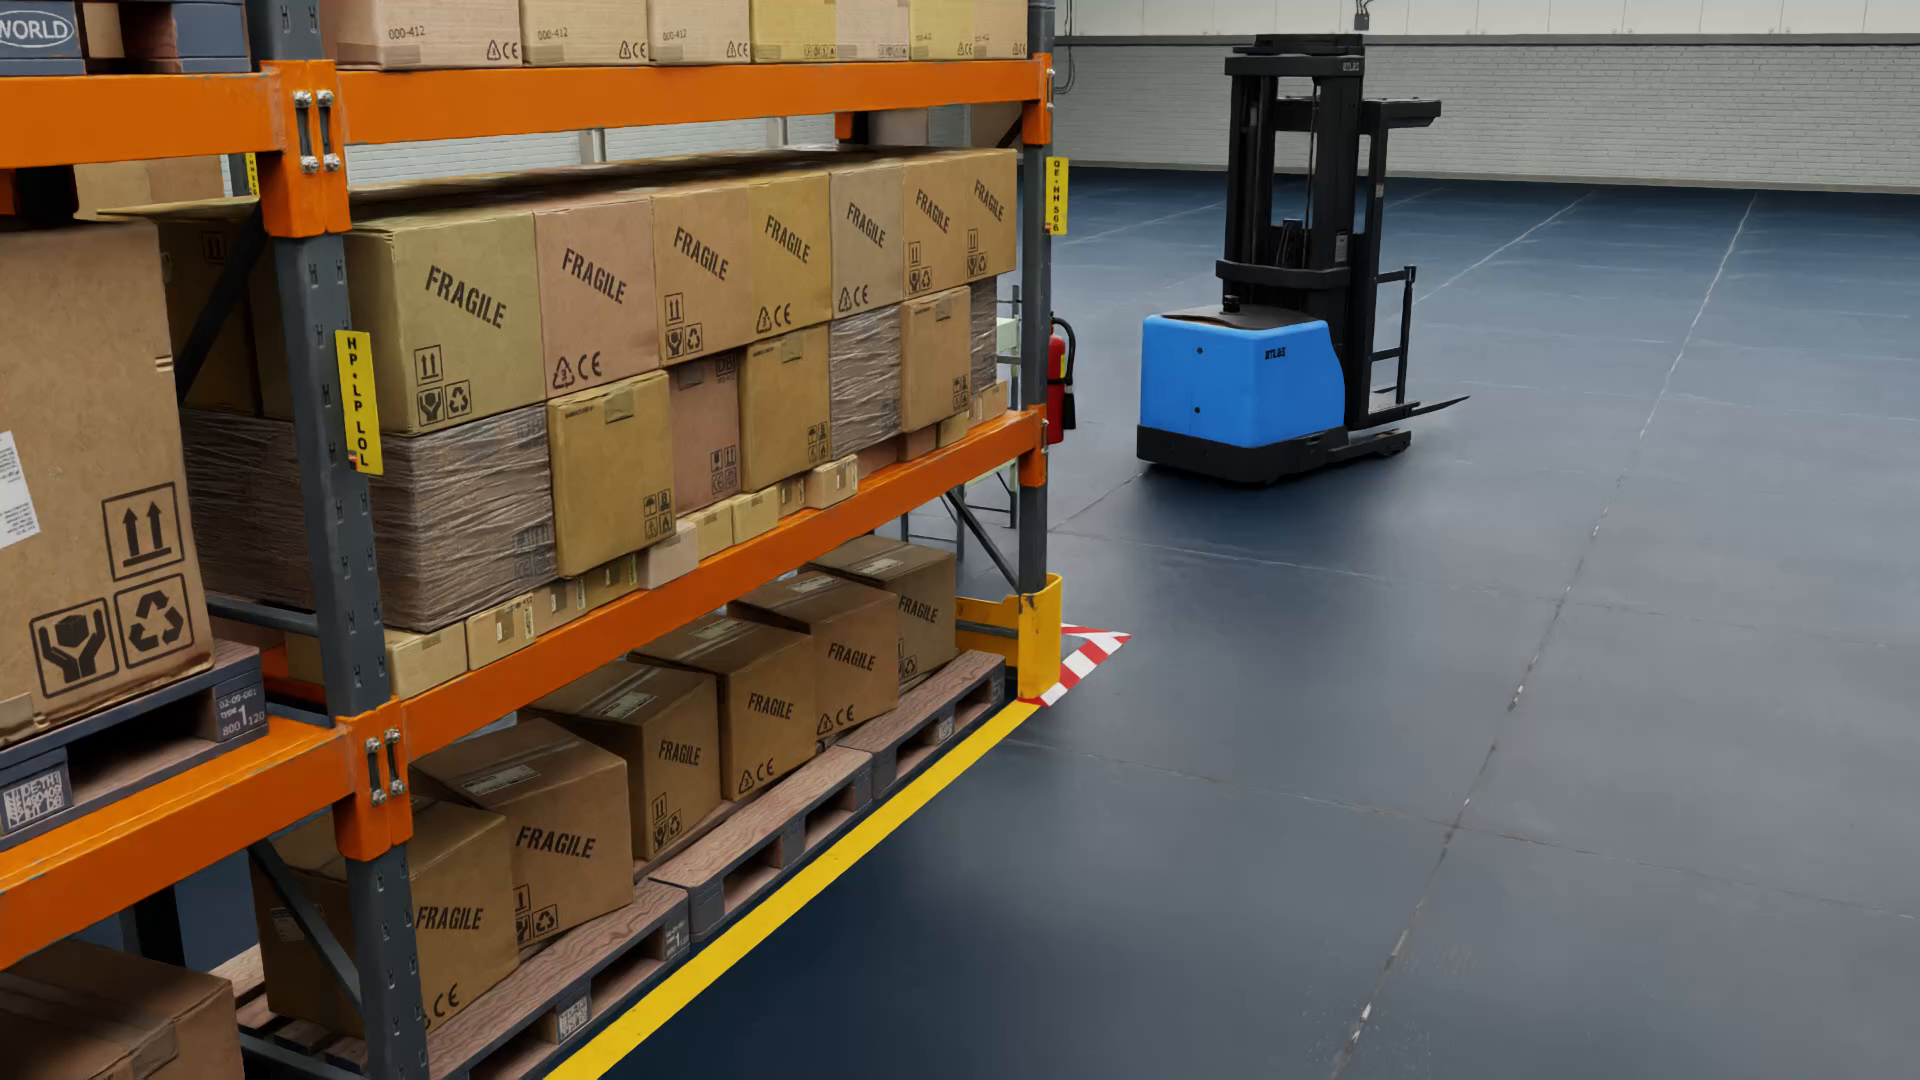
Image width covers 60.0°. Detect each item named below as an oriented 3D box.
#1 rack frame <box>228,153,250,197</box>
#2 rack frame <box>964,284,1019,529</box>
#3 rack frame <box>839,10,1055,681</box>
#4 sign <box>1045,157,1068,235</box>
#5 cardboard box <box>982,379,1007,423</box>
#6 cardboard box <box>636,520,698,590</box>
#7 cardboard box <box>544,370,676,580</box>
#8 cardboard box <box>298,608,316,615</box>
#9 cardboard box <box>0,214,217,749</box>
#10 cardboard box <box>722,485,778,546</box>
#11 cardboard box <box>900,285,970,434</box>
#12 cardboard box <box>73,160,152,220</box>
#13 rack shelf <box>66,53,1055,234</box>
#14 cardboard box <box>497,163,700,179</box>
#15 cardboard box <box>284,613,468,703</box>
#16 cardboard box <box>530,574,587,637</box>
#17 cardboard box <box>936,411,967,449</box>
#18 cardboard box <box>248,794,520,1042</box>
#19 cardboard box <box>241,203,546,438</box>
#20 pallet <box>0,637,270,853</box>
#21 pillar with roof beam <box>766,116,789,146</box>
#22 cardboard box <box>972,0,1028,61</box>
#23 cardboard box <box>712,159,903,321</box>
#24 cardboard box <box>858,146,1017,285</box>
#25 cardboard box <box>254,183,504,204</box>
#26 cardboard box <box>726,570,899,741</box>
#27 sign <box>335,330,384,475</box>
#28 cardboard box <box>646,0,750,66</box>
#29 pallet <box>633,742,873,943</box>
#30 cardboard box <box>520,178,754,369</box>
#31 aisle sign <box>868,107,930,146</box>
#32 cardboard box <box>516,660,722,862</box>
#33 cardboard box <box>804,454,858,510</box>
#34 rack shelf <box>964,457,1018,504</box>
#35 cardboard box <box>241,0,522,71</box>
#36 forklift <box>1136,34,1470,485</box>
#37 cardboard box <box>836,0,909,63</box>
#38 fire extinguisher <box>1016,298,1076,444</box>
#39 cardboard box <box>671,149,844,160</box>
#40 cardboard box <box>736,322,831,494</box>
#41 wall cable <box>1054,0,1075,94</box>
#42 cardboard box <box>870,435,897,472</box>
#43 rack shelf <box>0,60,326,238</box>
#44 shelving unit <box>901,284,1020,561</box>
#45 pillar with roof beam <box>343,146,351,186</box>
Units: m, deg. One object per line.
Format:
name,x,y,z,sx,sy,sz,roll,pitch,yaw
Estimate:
rack frame,-4.464,-1.501,9.811,1.000,3.000,0.127,8,18,25
rack frame,0.167,-0.814,10.130,0.400,1.500,0.023,8,18,25
rack frame,-0.072,-0.845,7.600,1.000,3.000,0.127,8,18,25
sign,0.415,-1.475,7.135,0.100,0.325,0.005,8,18,25
cardboard box,-0.015,-0.625,7.302,0.380,0.149,0.250,8,18,25
cardboard box,-1.033,0.026,5.111,0.380,0.149,0.250,8,18,25
cardboard box,-1.348,-0.246,4.886,0.875,0.500,0.500,8,18,25
cardboard box,-1.906,0.140,4.726,0.380,0.149,0.250,8,18,25
cardboard box,-2.340,-0.130,3.403,1.000,1.000,1.000,8,18,26
cardboard box,-0.836,-0.106,5.553,0.380,0.149,0.250,8,18,25
cardboard box,-0.459,-0.756,6.603,0.875,0.500,0.500,8,18,25
cardboard box,-4.828,-1.849,8.823,0.875,0.550,0.550,8,18,25
rack shelf,-0.966,-1.428,5.560,1.077,0.370,4.000,8,18,25
cardboard box,-1.232,-1.027,5.759,0.500,0.500,0.500,8,18,25
cardboard box,-1.495,0.278,4.261,0.380,0.149,0.250,8,18,25
cardboard box,-1.284,0.149,4.696,0.380,0.149,0.250,8,18,25
cardboard box,-0.193,-0.491,6.852,0.380,0.149,0.250,8,18,25
cardboard box,-1.645,1.074,4.791,0.500,0.500,0.500,7,18,24
cardboard box,-1.431,-0.578,4.247,0.500,0.500,0.500,8,18,25
pallet,-2.331,0.442,3.603,1.003,0.211,1.213,8,18,25
pillar with roof beam,0.078,-11.115,31.640,9.100,9.000,0.400,8,18,25
cardboard box,-0.060,-2.055,6.672,0.500,0.250,0.500,9,19,27
cardboard box,-0.541,-1.088,5.964,0.500,0.500,0.500,8,18,25
cardboard box,-0.097,-1.343,6.823,0.500,0.500,0.500,8,18,25
cardboard box,-1.683,-0.773,4.903,0.500,0.500,0.500,8,18,25
cardboard box,-0.603,0.466,6.840,0.500,0.500,0.500,14,22,40
sign,-1.362,-0.311,3.770,0.100,0.325,0.005,8,18,25
cardboard box,-0.966,-1.534,4.917,0.500,0.250,0.500,7,18,23
pallet,-1.047,1.024,6.207,1.003,0.211,1.213,8,18,25
cardboard box,-0.985,-0.833,5.105,0.500,0.500,0.500,8,18,25
aisle sign,-0.313,-2.145,7.411,0.394,0.787,0.004,8,18,25
cardboard box,-1.189,0.759,5.852,0.500,0.500,0.500,6,18,20
cardboard box,-0.591,-0.230,5.971,0.380,0.149,0.250,8,18,25
rack shelf,0.003,-0.408,9.909,0.431,0.370,0.720,8,18,25
cardboard box,-1.429,-1.274,4.040,0.500,0.250,0.500,7,18,23
forklift,2.671,-2.105,11.964,3.031,2.935,1.130,-15,22,-40
cardboard box,-0.518,-1.798,5.806,0.500,0.250,0.500,9,19,27
fire extinguisher,0.391,-0.778,7.511,0.296,0.674,0.183,8,18,25
cardboard box,-0.792,-1.282,6.620,0.500,0.500,0.500,8,18,25
cardboard box,-0.955,-0.508,5.769,0.875,0.500,0.500,8,18,25
wall cable,1.407,-12.284,41.032,3.097,2.526,0.112,8,18,25
cardboard box,-0.467,-0.371,6.447,0.380,0.149,0.250,8,18,25
rack shelf,-2.753,-0.409,2.129,1.077,0.370,4.000,8,18,25
shelving unit,0.003,-0.721,9.817,0.431,1.500,0.755,8,18,25
pillar with roof beam,-5.284,-8.058,21.349,9.100,9.000,0.400,8,18,25
